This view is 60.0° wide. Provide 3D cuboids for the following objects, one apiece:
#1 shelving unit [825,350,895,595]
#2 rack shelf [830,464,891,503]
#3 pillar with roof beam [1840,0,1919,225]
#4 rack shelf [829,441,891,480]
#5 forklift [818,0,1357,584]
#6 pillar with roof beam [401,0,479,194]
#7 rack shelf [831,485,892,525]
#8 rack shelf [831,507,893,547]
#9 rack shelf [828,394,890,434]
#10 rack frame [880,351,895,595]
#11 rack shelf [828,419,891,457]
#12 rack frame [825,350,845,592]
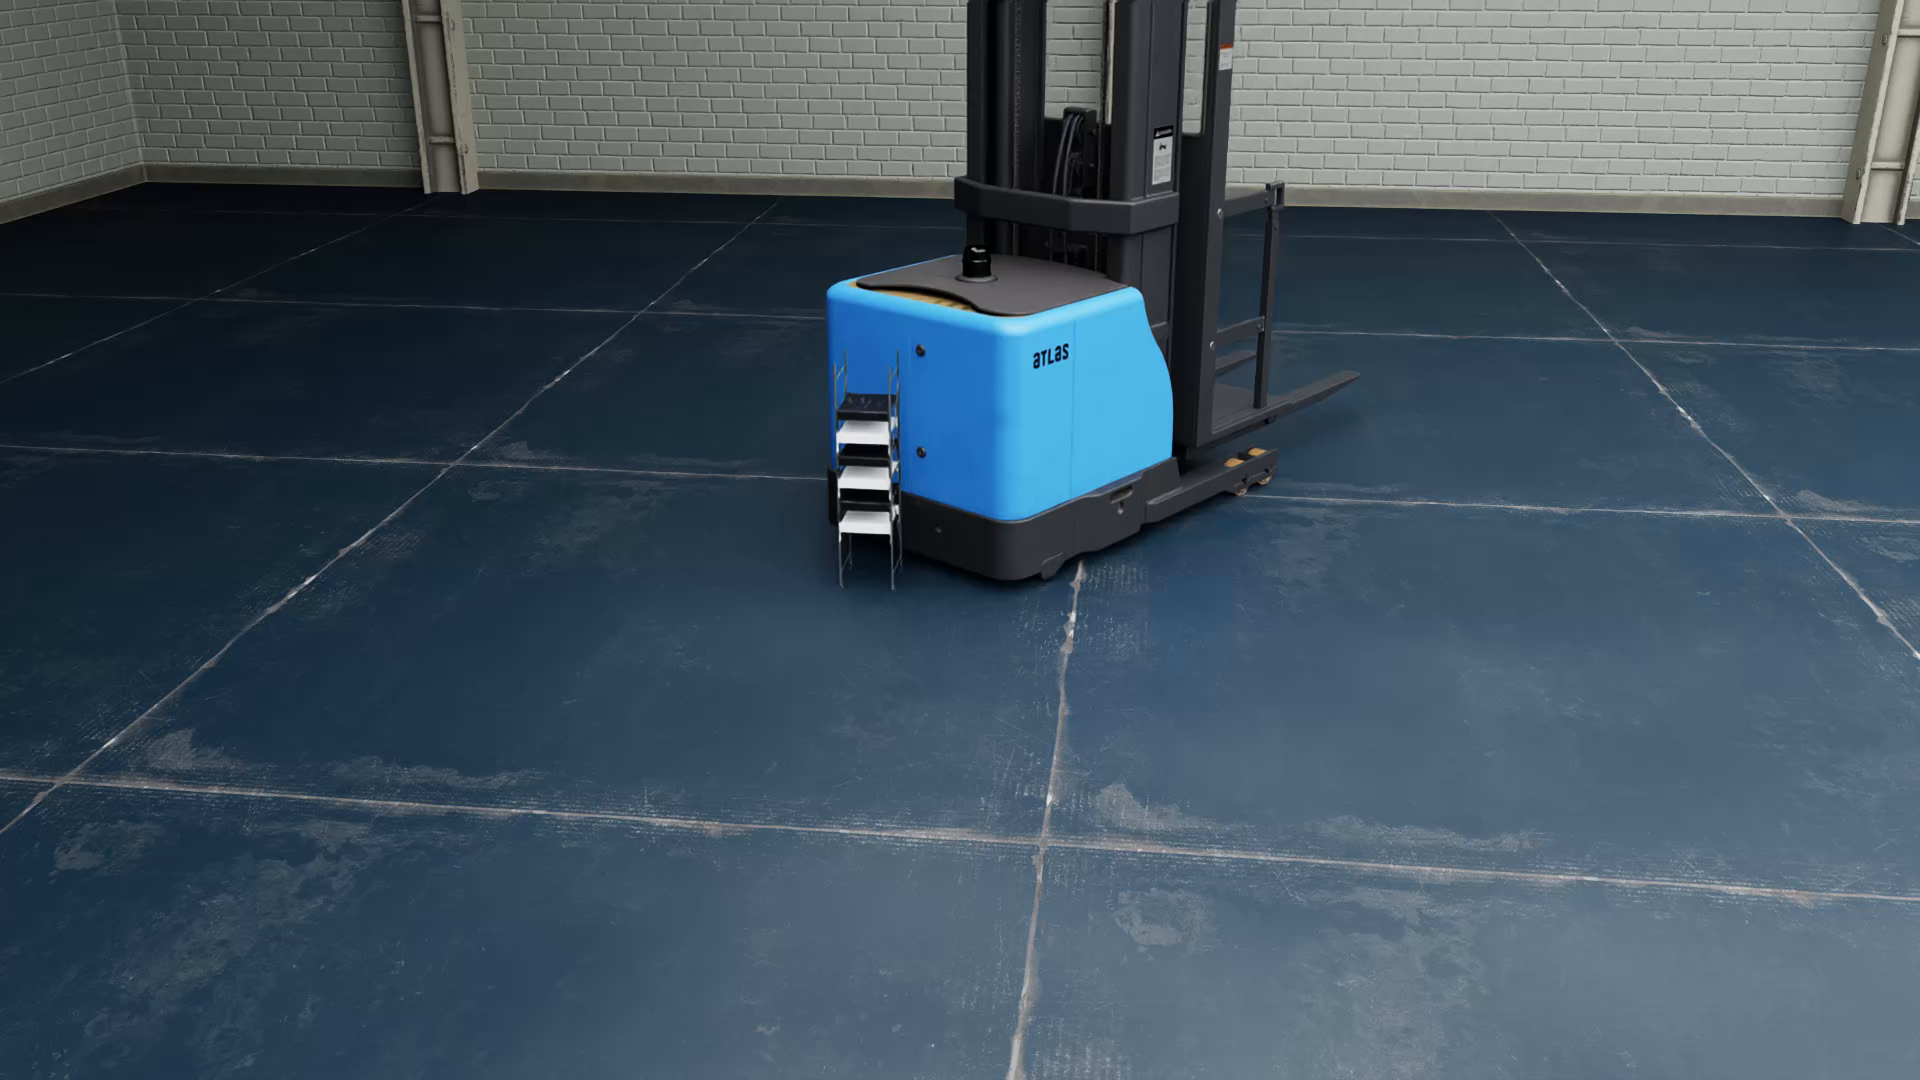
[{"bbox_3d":[-0.377,-0.256,6.364,0.210,0.900,0.258,2,22,6],"label":"shelving unit"},{"bbox_3d":[-0.377,-0.225,6.377,0.200,0.077,0.258,2,22,6],"label":"rack shelf"},{"bbox_3d":[6.888,-5.204,7.864,0.400,9.000,9.100,2,22,6],"label":"pillar with roof beam"},{"bbox_3d":[-0.377,-0.309,6.344,0.200,0.077,0.258,2,22,6],"label":"rack shelf"},{"bbox_3d":[0.774,-1.658,7.147,1.130,2.935,3.031,18,28,38],"label":"forklift"},{"bbox_3d":[-5.028,-5.723,9.177,0.400,9.000,9.100,2,22,6],"label":"pillar with roof beam"},{"bbox_3d":[-0.377,-0.142,6.410,0.200,0.077,0.258,2,22,6],"label":"rack shelf"},{"bbox_3d":[-0.377,-0.058,6.443,0.200,0.077,0.258,2,22,6],"label":"rack shelf"},{"bbox_3d":[-0.377,-0.476,6.277,0.200,0.077,0.258,2,22,6],"label":"rack shelf"},{"bbox_3d":[-0.276,-0.252,6.354,0.006,0.900,0.240,2,22,6],"label":"rack frame"},{"bbox_3d":[-0.377,-0.393,6.310,0.200,0.077,0.258,2,22,6],"label":"rack shelf"},{"bbox_3d":[-0.478,-0.261,6.375,0.006,0.900,0.240,2,22,6],"label":"rack frame"}]
